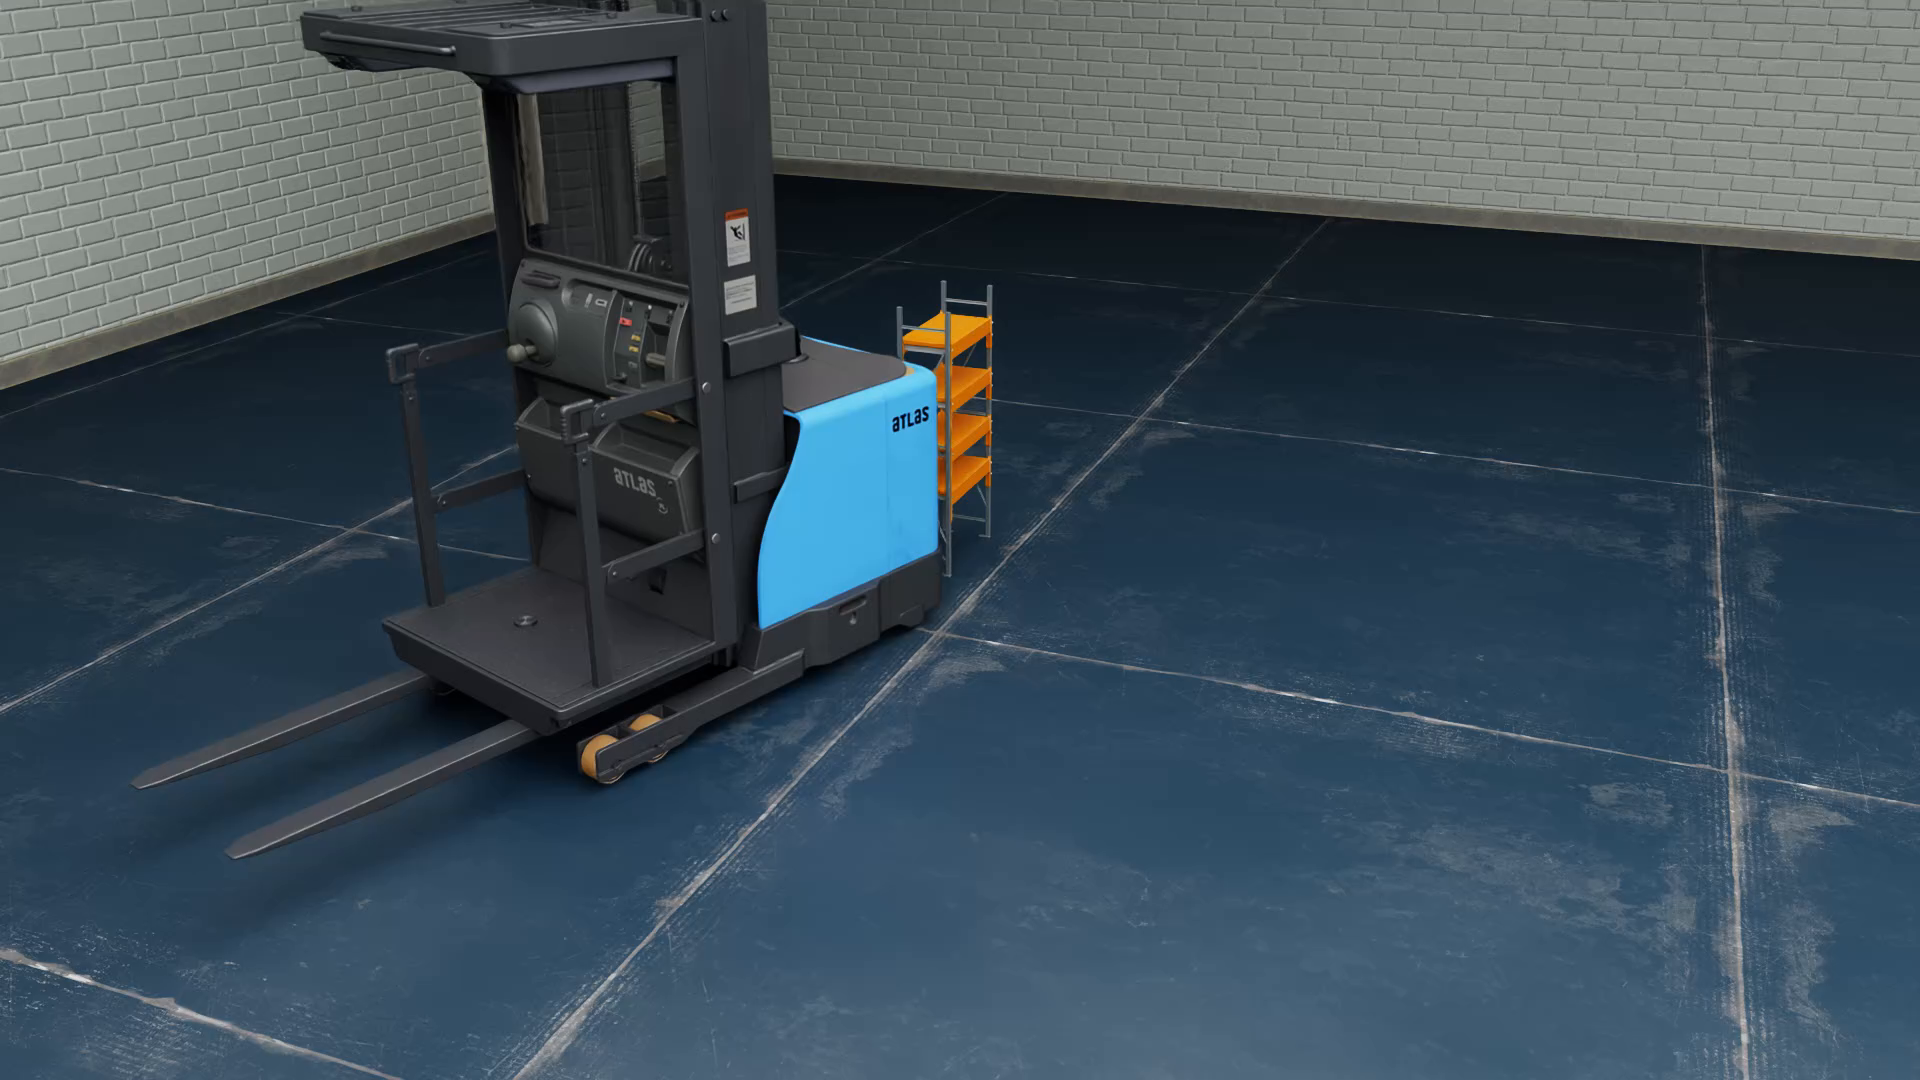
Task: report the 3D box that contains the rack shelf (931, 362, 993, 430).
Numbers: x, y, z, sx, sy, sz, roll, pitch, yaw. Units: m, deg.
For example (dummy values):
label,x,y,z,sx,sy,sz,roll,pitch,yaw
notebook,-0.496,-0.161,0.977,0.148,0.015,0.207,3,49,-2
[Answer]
label,x,y,z,sx,sy,sz,roll,pitch,yaw
rack shelf,-0.061,-0.639,7.317,0.258,0.148,0.480,9,24,20

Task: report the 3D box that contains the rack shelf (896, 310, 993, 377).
label,x,y,z,sx,sy,sz,roll,pitch,yaw
rack shelf,-0.062,-0.857,7.225,0.258,0.148,0.480,9,24,20

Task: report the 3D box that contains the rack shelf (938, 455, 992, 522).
label,x,y,z,sx,sy,sz,roll,pitch,yaw
rack shelf,-0.061,-0.249,7.479,0.258,0.148,0.480,9,24,20

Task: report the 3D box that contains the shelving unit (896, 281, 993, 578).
label,x,y,z,sx,sy,sz,roll,pitch,yaw
shelving unit,-0.061,-0.494,7.377,0.258,1.200,0.503,9,24,20

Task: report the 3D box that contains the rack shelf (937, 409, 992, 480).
label,x,y,z,sx,sy,sz,roll,pitch,yaw
rack shelf,-0.061,-0.432,7.403,0.258,0.148,0.480,9,24,20

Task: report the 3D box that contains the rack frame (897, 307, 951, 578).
label,x,y,z,sx,sy,sz,roll,pitch,yaw
rack frame,-0.152,-0.407,7.168,0.240,1.200,0.015,9,24,20

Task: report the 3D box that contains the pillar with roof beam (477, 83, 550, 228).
label,x,y,z,sx,sy,sz,roll,pitch,yaw
pillar with roof beam,0.267,-6.205,10.931,9.100,9.000,0.400,9,24,20

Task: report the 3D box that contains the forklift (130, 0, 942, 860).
label,x,y,z,sx,sy,sz,roll,pitch,yaw
forklift,-1.416,-0.730,5.695,1.130,2.935,3.031,18,29,37

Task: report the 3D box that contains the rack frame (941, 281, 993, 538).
label,x,y,z,sx,sy,sz,roll,pitch,yaw
rack frame,0.029,-0.582,7.586,0.240,1.200,0.015,9,24,20
